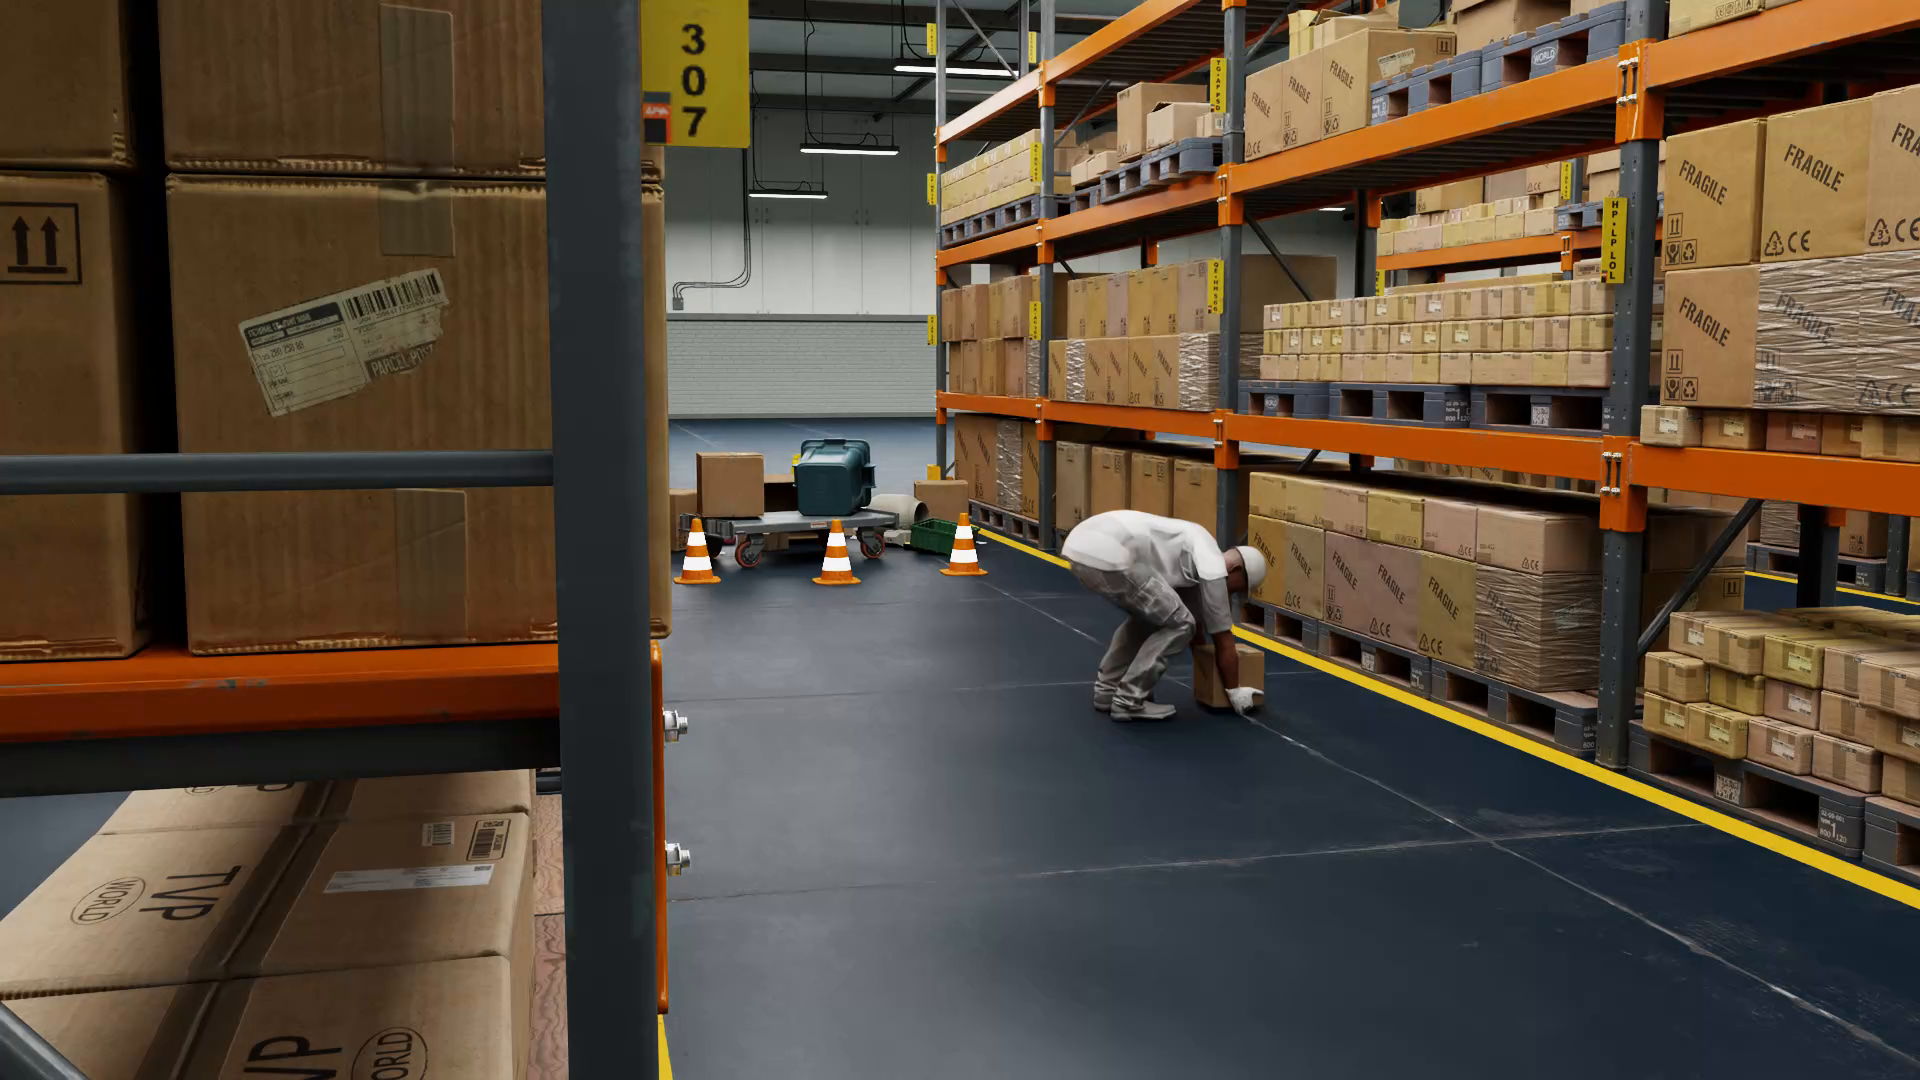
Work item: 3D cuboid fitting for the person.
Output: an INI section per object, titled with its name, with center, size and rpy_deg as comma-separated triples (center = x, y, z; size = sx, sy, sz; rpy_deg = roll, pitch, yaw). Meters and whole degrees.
[person]
center = 0.958, 0.326, 7.683
size = 0.982, 0.945, 0.524
rpy_deg = -2, 6, -16
